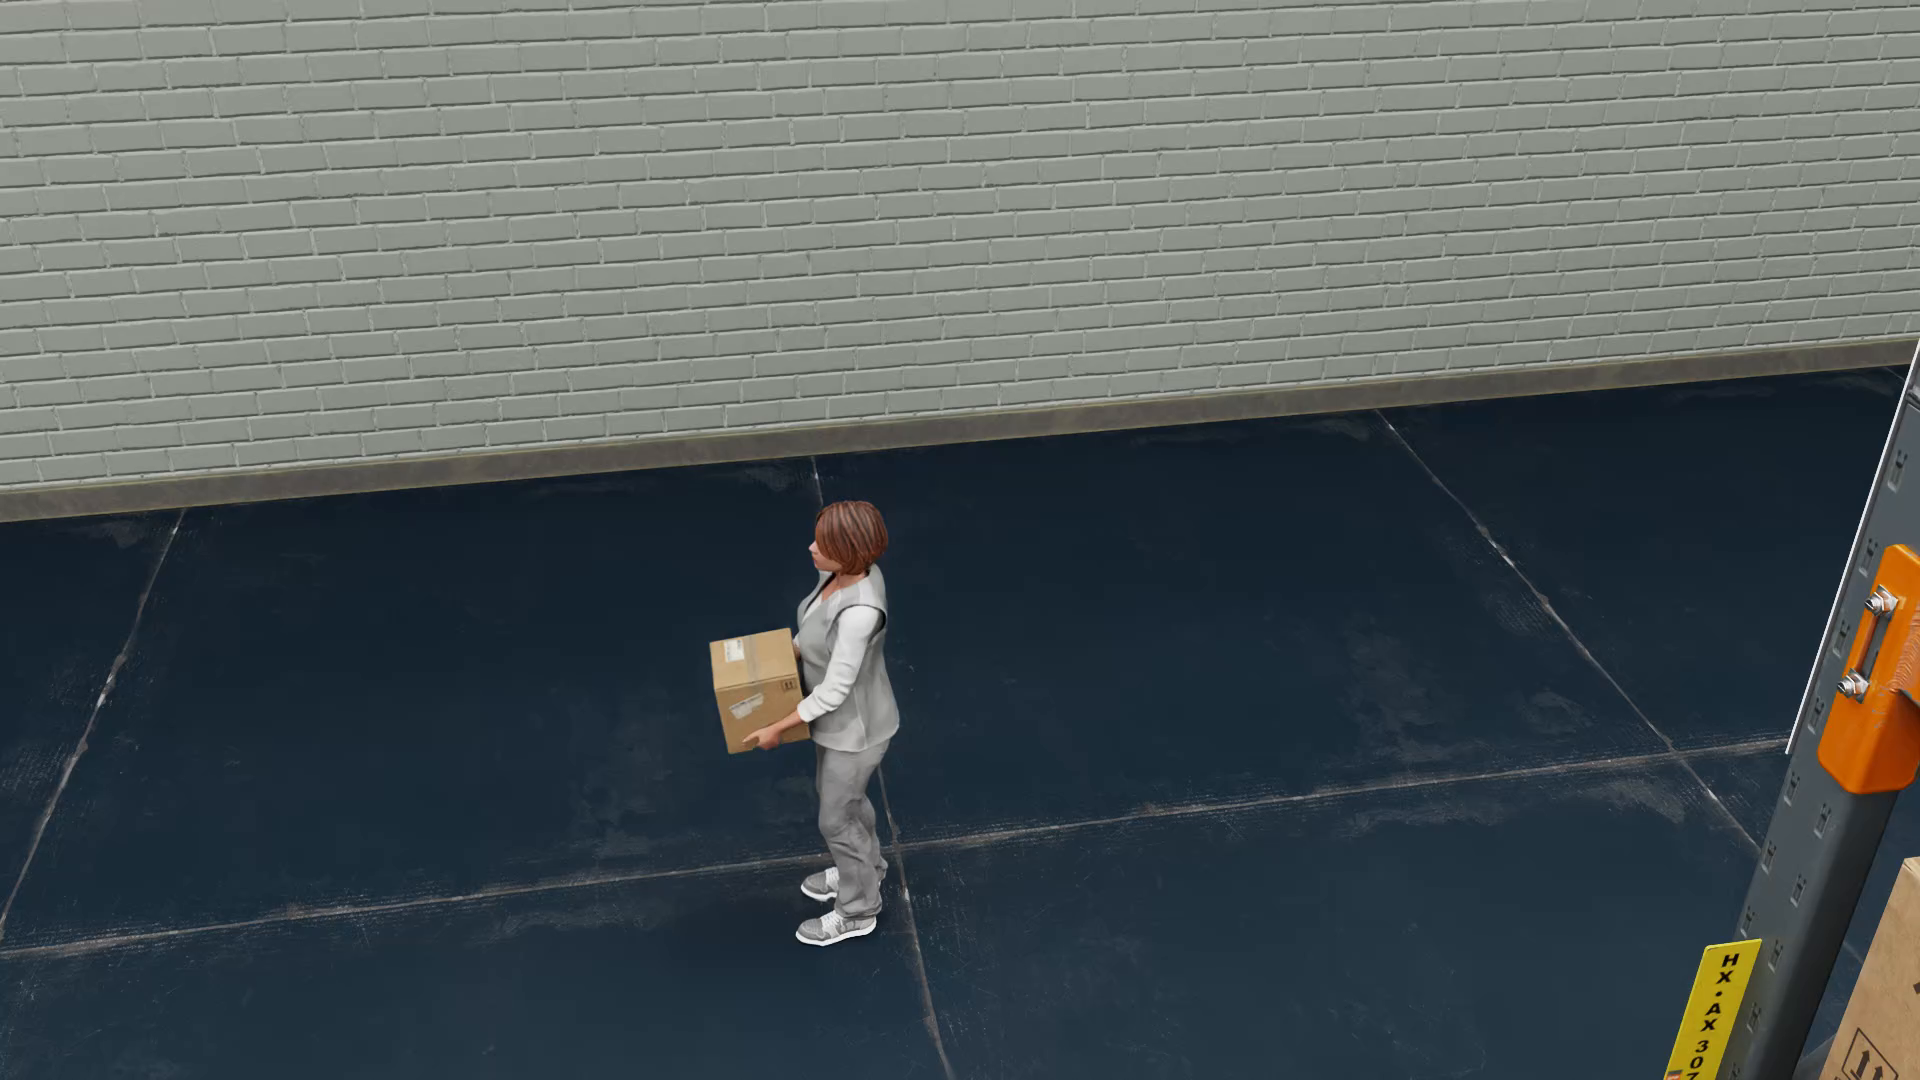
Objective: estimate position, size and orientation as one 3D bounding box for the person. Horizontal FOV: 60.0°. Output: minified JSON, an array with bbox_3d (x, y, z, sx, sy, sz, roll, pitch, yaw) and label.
[{"bbox_3d":[-0.435,0.580,5.178,0.489,1.596,0.425,-5,32,-9],"label":"person"}]
